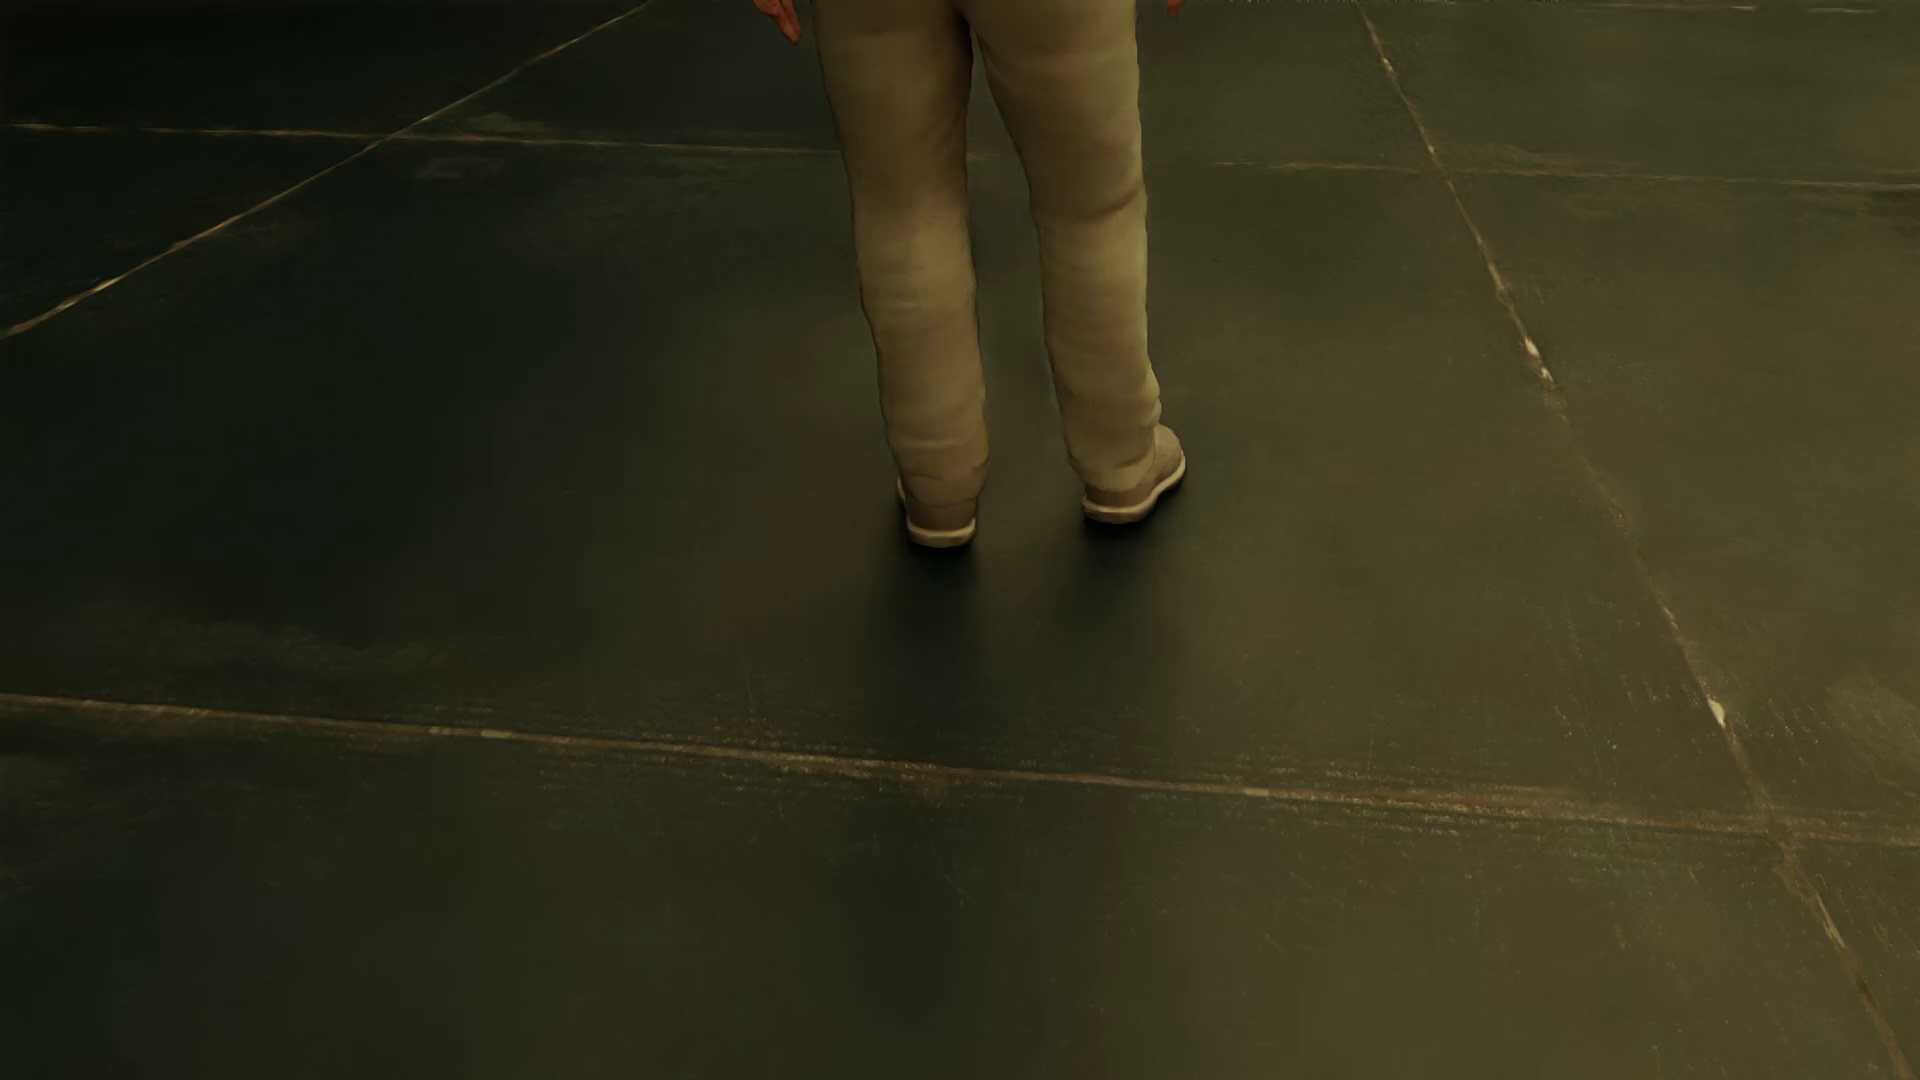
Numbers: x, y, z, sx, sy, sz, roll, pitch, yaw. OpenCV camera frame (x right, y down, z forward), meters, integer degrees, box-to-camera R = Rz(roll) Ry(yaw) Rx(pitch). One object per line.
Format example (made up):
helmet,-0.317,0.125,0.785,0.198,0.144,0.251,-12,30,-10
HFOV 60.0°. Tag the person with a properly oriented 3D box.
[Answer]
person,0.022,-0.837,2.167,0.640,1.778,0.574,3,27,7
